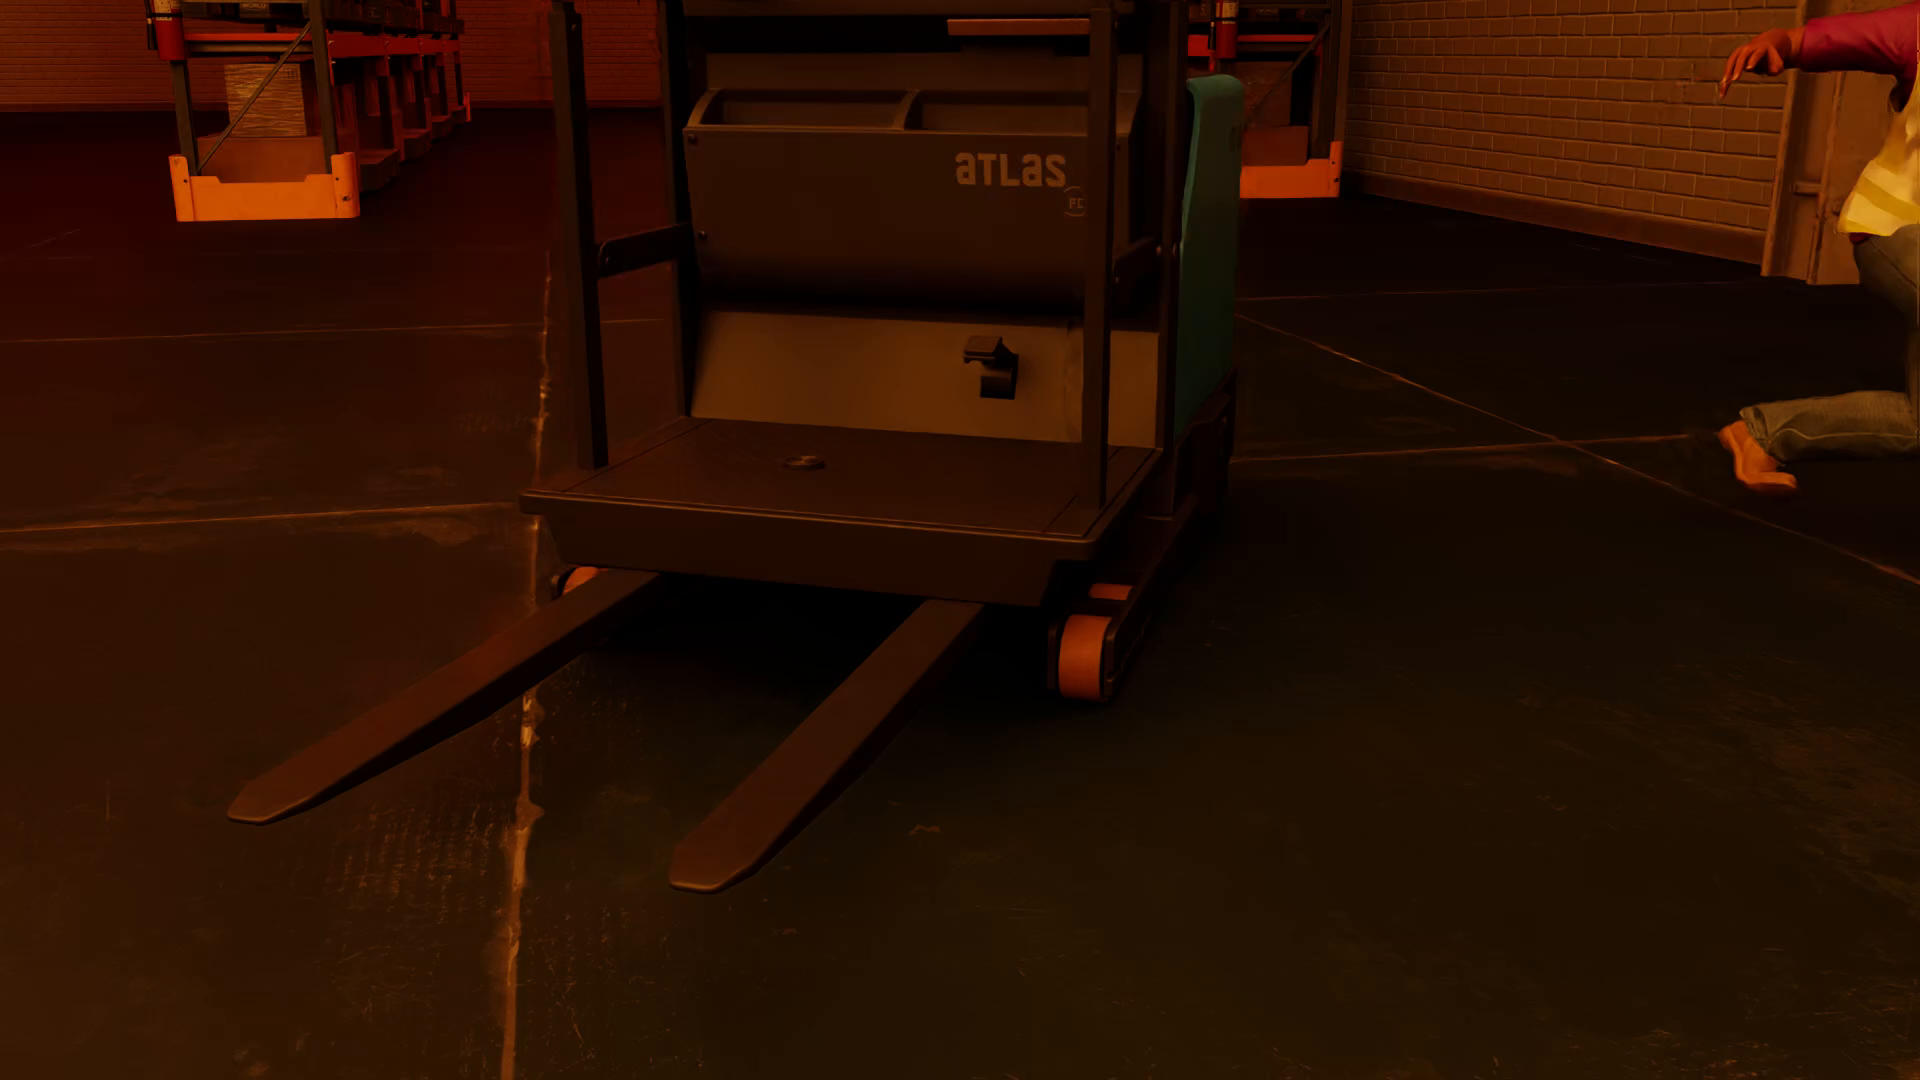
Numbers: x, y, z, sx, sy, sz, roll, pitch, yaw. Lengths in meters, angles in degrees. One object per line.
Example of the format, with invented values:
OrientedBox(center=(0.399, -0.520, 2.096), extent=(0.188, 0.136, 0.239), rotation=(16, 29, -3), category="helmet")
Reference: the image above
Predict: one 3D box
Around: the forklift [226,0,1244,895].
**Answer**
OrientedBox(center=(-0.162, -1.232, 3.017), extent=(1.130, 2.935, 3.031), rotation=(5, 17, 16), category="forklift")

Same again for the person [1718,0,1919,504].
OrientedBox(center=(2.087, -0.639, 3.562), extent=(0.911, 1.515, 1.150), rotation=(0, 17, 1), category="person")
